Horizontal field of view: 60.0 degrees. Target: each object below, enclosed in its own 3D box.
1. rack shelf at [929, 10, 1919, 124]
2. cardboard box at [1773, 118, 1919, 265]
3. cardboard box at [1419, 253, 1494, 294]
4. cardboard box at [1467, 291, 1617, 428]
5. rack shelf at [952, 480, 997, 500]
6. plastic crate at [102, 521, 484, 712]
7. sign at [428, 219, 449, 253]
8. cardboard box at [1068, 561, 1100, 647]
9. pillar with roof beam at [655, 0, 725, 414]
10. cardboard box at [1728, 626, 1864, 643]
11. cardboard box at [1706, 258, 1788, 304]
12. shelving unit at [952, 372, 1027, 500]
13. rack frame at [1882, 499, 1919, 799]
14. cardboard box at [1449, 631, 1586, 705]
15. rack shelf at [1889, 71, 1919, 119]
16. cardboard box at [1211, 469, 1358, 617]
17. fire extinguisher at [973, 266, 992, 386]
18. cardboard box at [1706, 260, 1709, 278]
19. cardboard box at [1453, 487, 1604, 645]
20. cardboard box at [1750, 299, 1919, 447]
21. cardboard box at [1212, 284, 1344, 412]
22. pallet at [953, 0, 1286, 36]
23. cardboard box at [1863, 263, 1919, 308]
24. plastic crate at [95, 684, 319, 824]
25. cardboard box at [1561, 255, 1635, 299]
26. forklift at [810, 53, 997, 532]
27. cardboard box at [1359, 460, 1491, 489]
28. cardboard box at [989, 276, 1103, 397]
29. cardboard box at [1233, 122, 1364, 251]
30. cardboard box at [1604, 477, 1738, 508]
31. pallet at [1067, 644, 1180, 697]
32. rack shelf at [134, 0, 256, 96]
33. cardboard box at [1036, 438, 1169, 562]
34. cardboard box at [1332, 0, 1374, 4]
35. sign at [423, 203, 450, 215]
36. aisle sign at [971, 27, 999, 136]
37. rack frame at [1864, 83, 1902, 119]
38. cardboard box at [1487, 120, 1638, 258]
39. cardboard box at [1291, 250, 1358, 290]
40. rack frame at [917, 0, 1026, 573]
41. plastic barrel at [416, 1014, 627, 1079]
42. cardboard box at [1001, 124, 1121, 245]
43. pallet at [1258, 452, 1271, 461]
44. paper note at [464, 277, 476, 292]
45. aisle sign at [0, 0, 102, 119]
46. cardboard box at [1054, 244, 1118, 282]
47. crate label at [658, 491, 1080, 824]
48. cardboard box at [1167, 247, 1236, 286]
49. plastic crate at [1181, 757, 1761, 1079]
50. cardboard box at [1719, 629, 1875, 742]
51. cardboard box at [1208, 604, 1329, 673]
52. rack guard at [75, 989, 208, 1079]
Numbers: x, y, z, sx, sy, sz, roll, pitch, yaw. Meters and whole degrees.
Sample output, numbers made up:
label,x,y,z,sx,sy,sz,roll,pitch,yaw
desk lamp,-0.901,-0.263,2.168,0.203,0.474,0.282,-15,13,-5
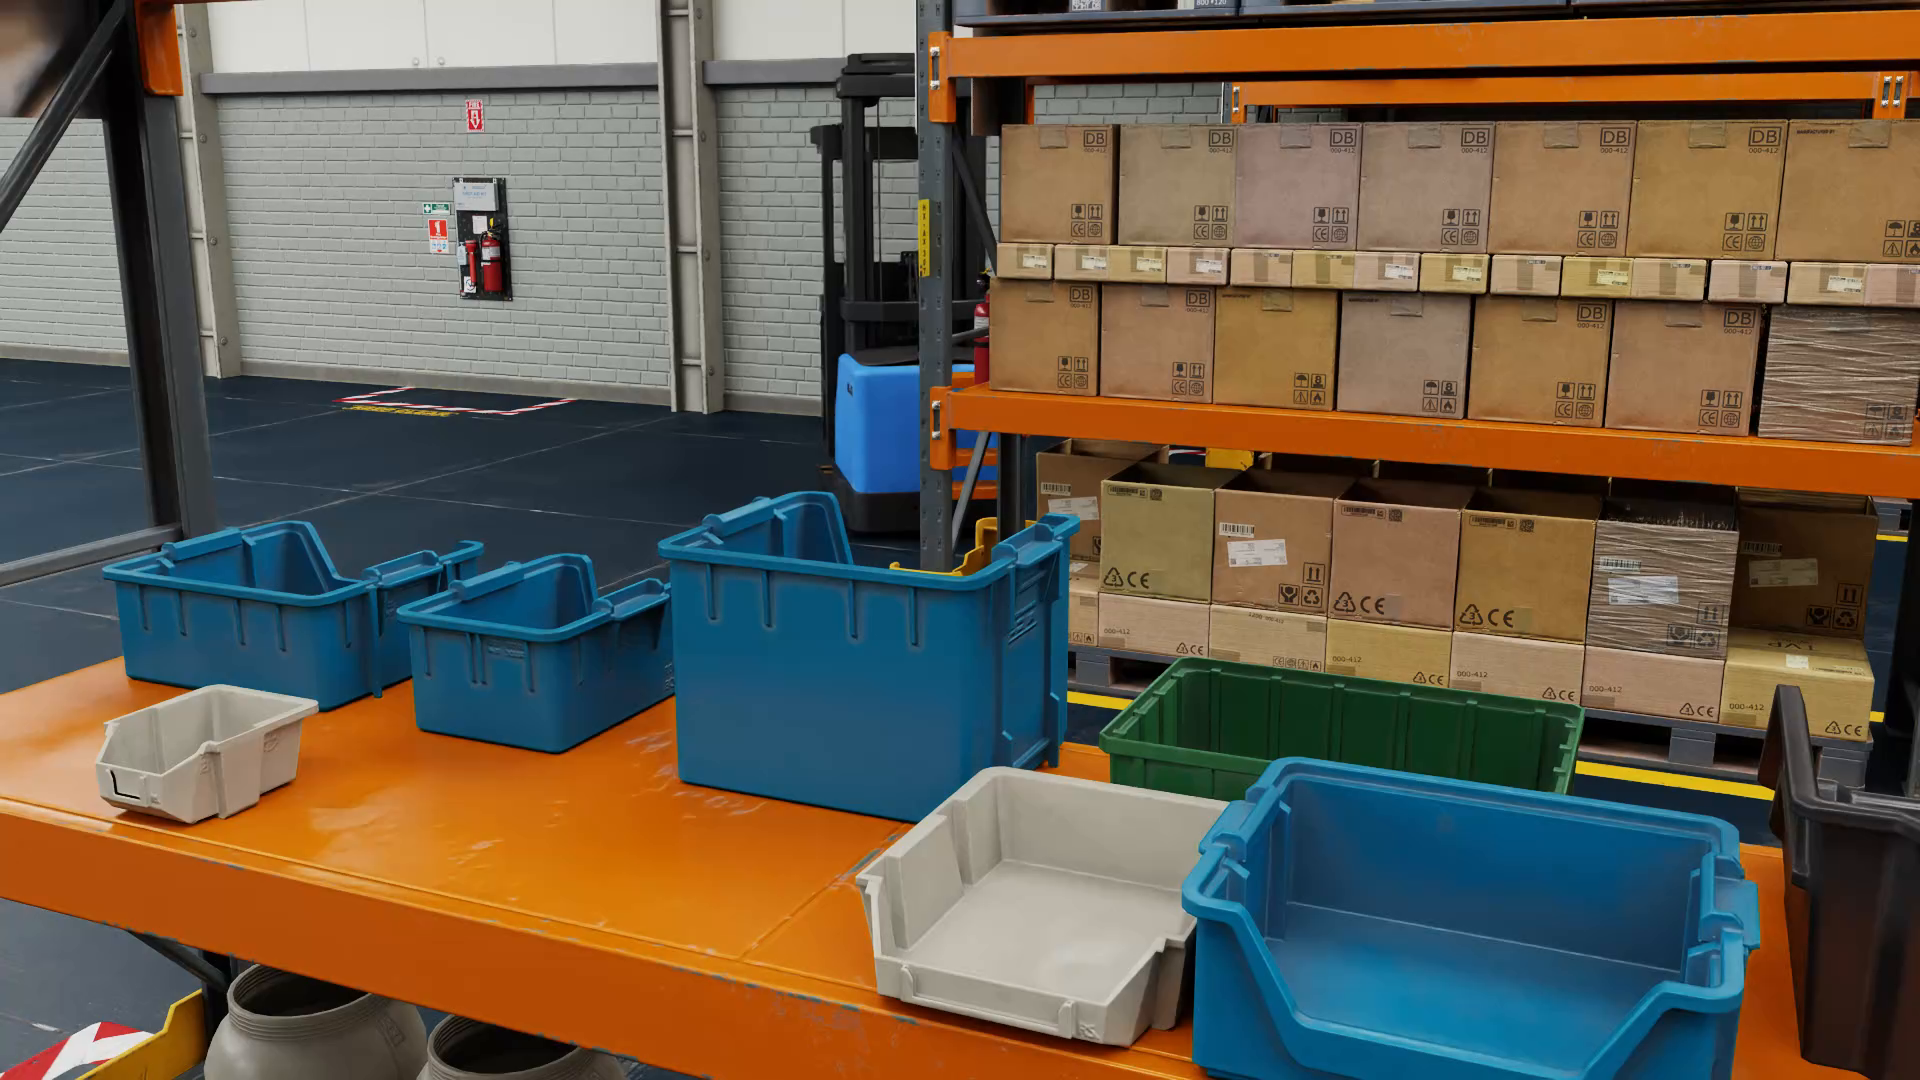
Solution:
label,x,y,z,sx,sy,sz,roll,pitch,yaw
rack shelf,1.904,-1.879,6.705,4.000,0.370,1.077,6,14,23
cardboard box,3.324,-1.304,6.187,0.500,0.500,0.700,6,14,24
cardboard box,1.993,-1.070,6.612,0.250,0.149,0.380,6,15,25
cardboard box,2.382,-0.767,6.738,0.500,0.500,0.700,6,14,24
rack shelf,0.128,-0.270,9.943,0.480,0.148,0.258,-2,13,-8
plastic crate,-1.355,0.137,3.432,0.616,0.251,0.499,6,14,23
sign,-5.125,-2.987,16.339,0.234,0.329,0.001,6,14,23
cardboard box,0.476,0.276,7.611,0.500,0.250,0.500,6,14,23
pillar with roof beam,-4.161,-4.682,10.508,0.400,9.000,9.100,6,14,23
cardboard box,3.432,0.444,6.896,0.500,0.250,0.500,6,14,23
cardboard box,2.932,-0.976,6.208,0.250,0.149,0.380,5,14,22
shelving unit,0.128,-0.529,9.882,0.503,1.200,0.258,-2,13,-8
rack frame,3.733,-0.584,6.177,0.127,3.000,1.000,6,14,23
cardboard box,2.304,0.462,6.821,0.500,0.250,0.500,6,14,23
rack shelf,7.564,-2.544,9.539,4.000,0.370,1.077,6,14,23
cardboard box,1.396,0.001,7.144,0.500,0.500,0.500,6,14,23
fire extinguisher,0.156,-1.024,8.223,0.183,0.674,0.296,6,14,23
cardboard box,4.720,-1.945,10.620,0.500,0.500,0.500,6,14,23
cardboard box,2.309,0.094,6.747,0.500,0.500,0.500,6,14,23
cardboard box,3.324,-0.672,6.335,0.500,0.500,0.700,5,14,22
cardboard box,1.431,-0.862,7.143,0.500,0.500,0.700,6,14,24
pallet,0.711,-2.300,7.120,1.213,0.211,1.003,6,14,23
cardboard box,3.397,-0.929,6.008,0.250,0.149,0.380,6,14,23
plastic crate,-1.246,0.359,2.737,0.250,0.136,0.298,6,14,23
cardboard box,2.468,-1.023,6.411,0.250,0.149,0.380,6,14,23
forklift,-0.417,-1.763,11.350,1.130,2.935,3.031,-3,13,-11
cardboard box,2.063,-0.061,7.408,0.500,0.500,0.500,6,14,23
cardboard box,0.497,-0.957,7.547,0.500,0.500,0.700,6,14,23
cardboard box,1.490,-1.489,6.978,0.500,0.500,0.700,6,14,23
cardboard box,2.975,0.032,7.009,0.500,0.500,0.500,6,14,23
pallet,0.792,0.466,7.808,1.213,0.211,1.003,6,14,23
rack shelf,-0.106,-0.845,2.297,4.000,0.370,1.077,6,14,23
cardboard box,0.686,-0.197,7.988,0.500,0.500,0.500,6,14,23
cardboard box,2.760,-3.367,11.211,0.500,0.500,0.500,7,15,27
sign,-5.124,-3.242,16.269,0.331,0.109,0.001,6,14,23
aisle sign,0.134,-2.287,7.744,0.004,0.787,0.394,6,14,23
rack frame,5.736,-1.619,10.588,0.127,3.000,1.000,6,14,23
cardboard box,2.404,-1.397,6.583,0.500,0.500,0.700,6,14,23
cardboard box,1.525,-1.118,6.816,0.250,0.149,0.380,6,14,23
rack frame,0.076,-0.954,7.754,0.127,3.000,1.000,6,14,23
plastic barrel,-0.843,1.178,3.194,0.421,0.512,0.421,0,13,0
cardboard box,0.546,-1.583,7.378,0.500,0.500,0.700,6,14,23
pallet,2.876,-0.542,12.102,1.213,0.211,1.003,6,14,23
paper note,-4.795,-2.499,16.265,0.142,0.148,0.016,6,14,23
aisle sign,-1.880,-1.254,3.342,0.004,0.787,0.394,6,14,23
cardboard box,0.590,-1.213,7.220,0.250,0.149,0.380,5,14,22
crate label,-0.142,0.177,2.857,0.616,0.435,0.502,6,14,23
cardboard box,1.047,-1.166,7.019,0.250,0.149,0.380,6,14,22
plastic crate,0.601,0.477,1.981,0.616,0.251,0.499,6,14,23
cardboard box,3.220,0.553,6.431,0.500,0.250,0.500,6,14,23
cardboard box,1.391,0.368,7.219,0.500,0.250,0.500,6,14,23
rack guard,-1.846,1.294,3.644,0.348,0.500,1.175,6,14,23
